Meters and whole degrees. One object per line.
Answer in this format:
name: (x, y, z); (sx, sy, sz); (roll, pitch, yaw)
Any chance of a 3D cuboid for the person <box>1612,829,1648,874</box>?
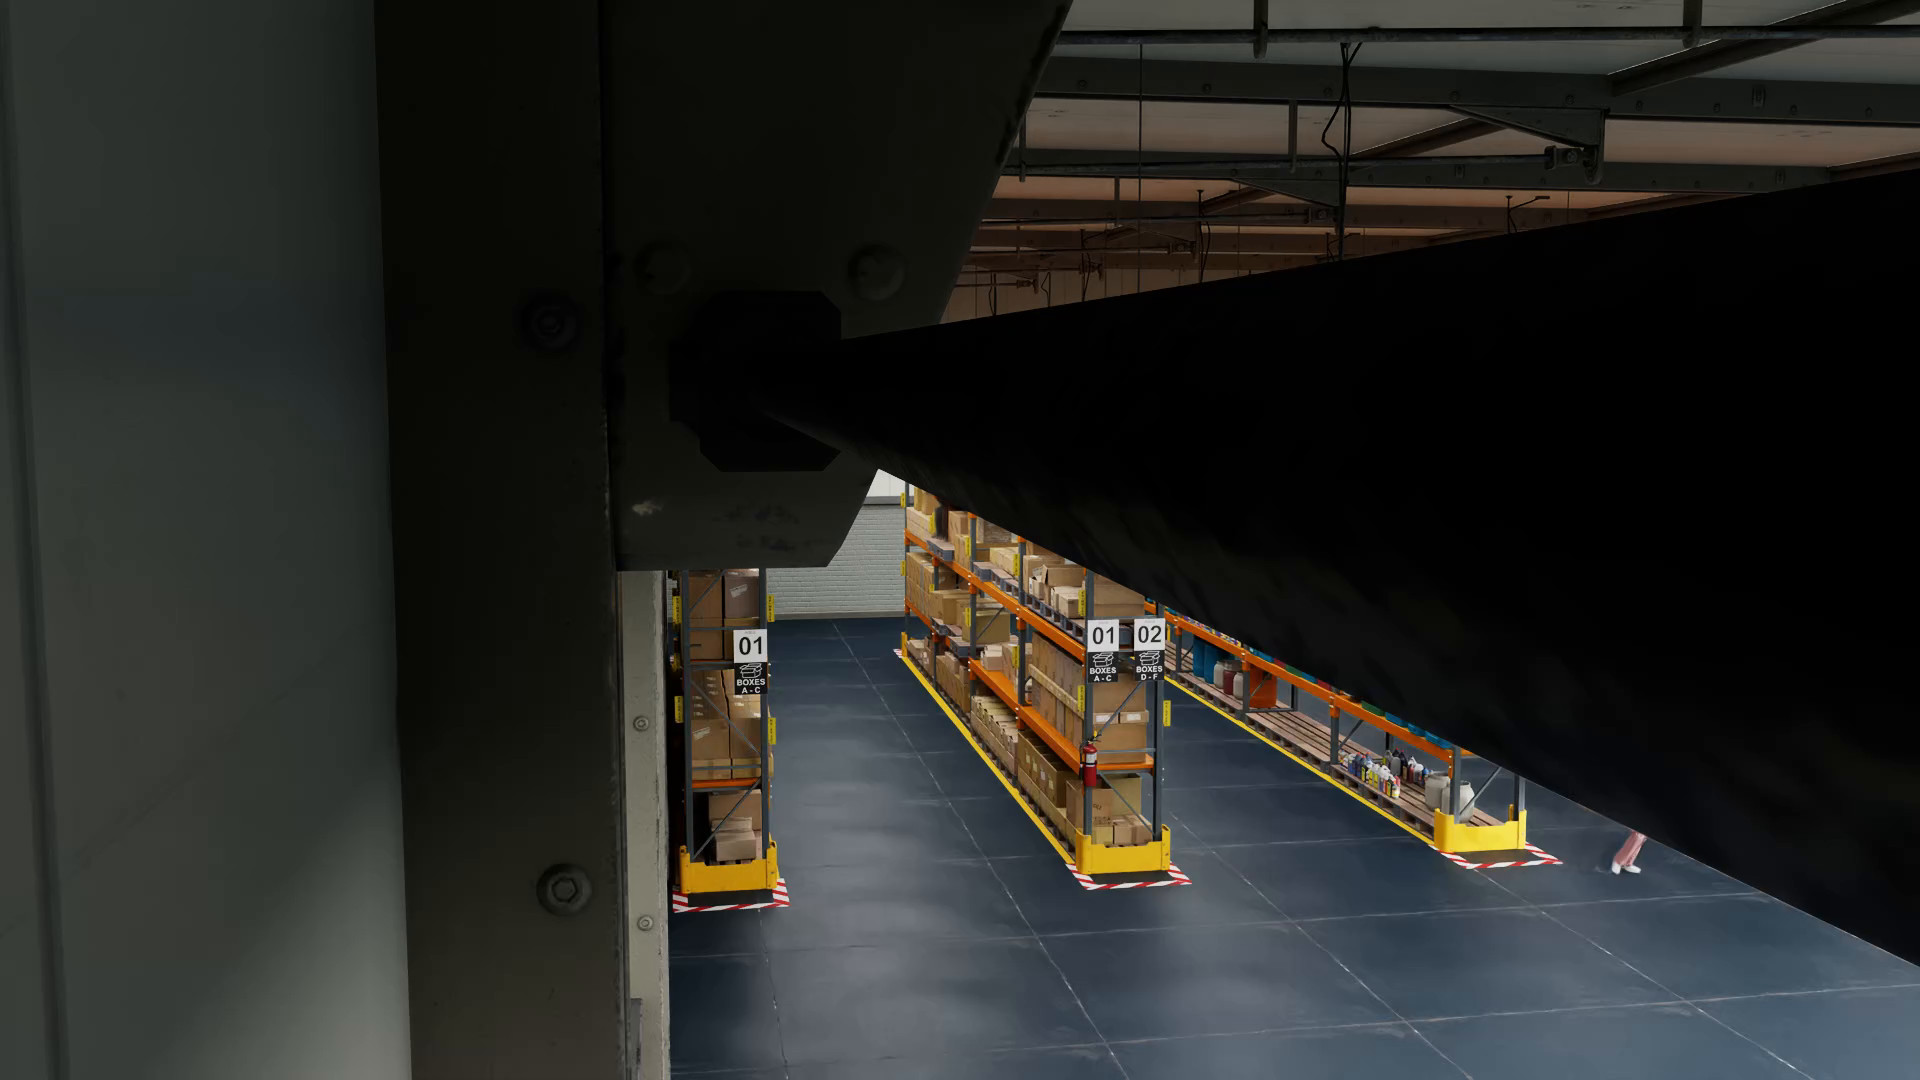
person: (8.473, 3.373, 20.772); (0.714, 1.658, 0.561); (-6, 8, -44)
